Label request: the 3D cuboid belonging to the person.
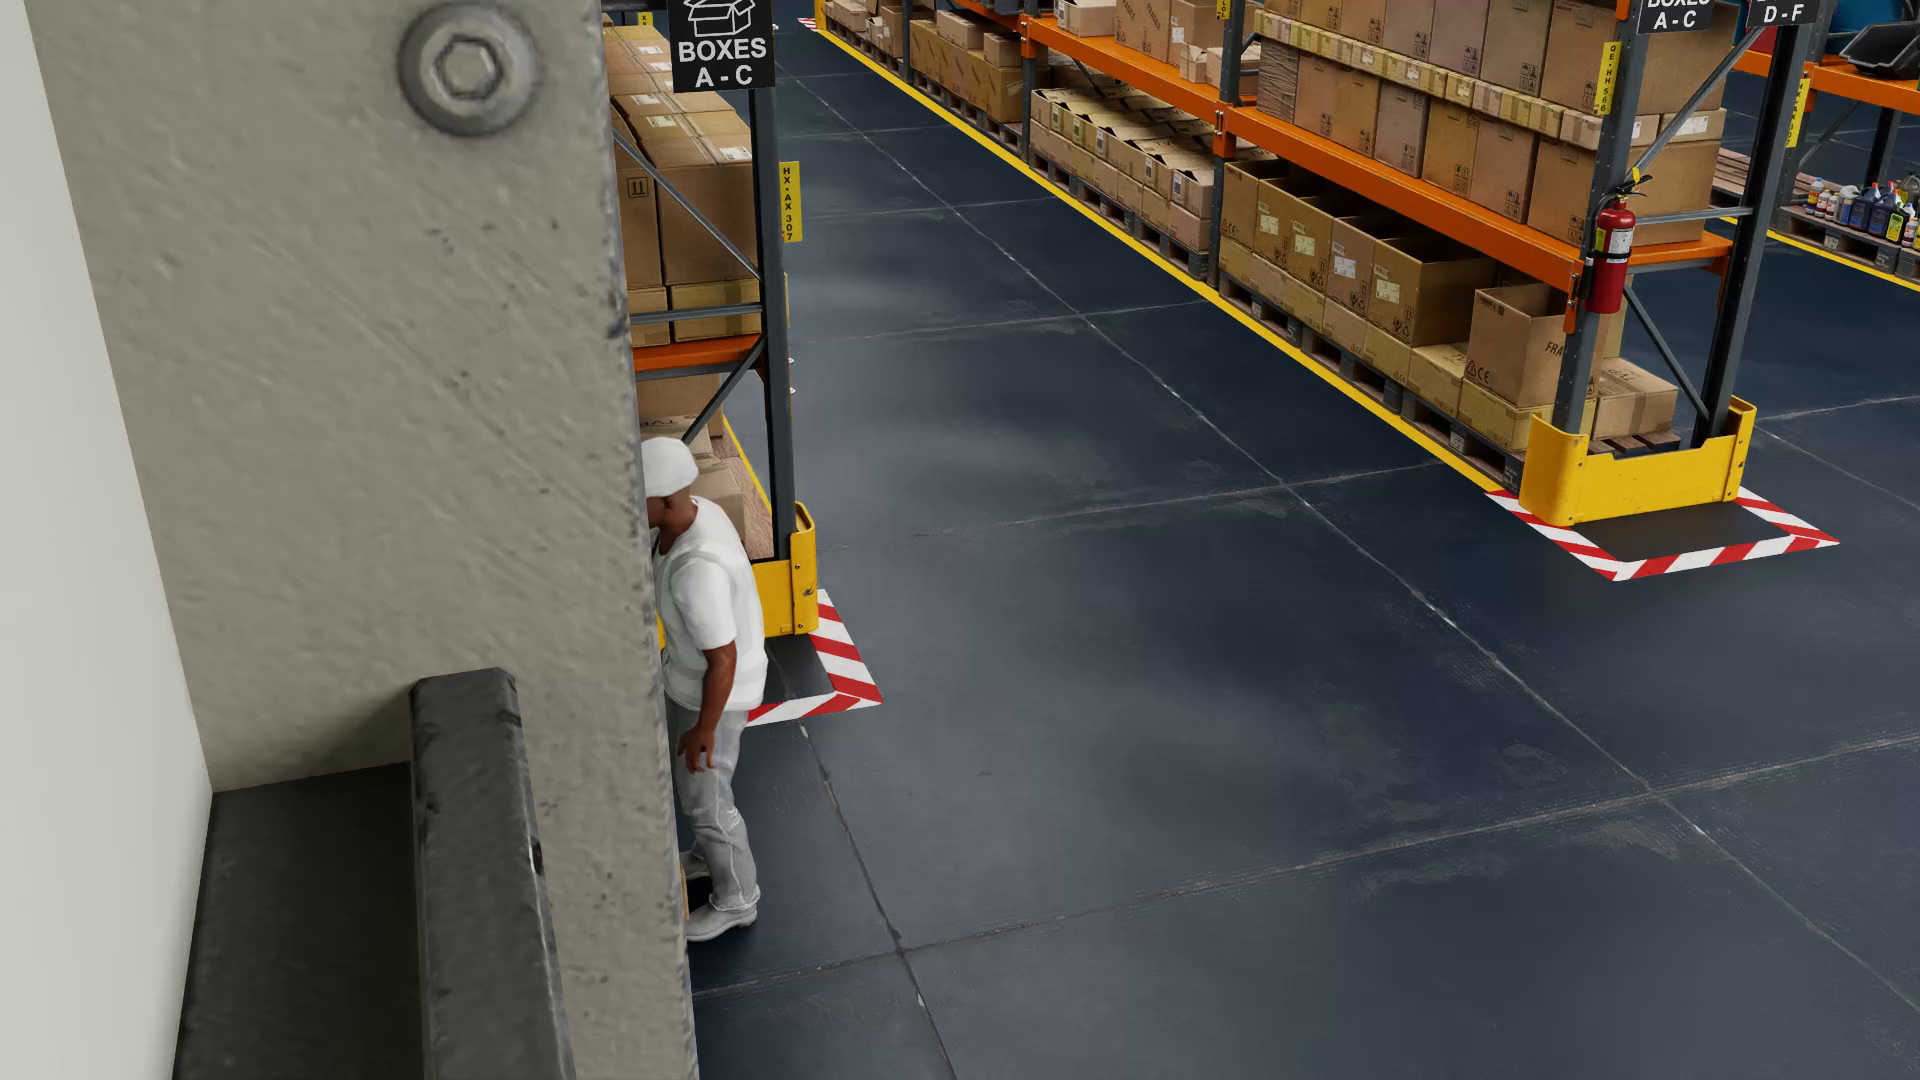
[{"bbox_3d":[-0.858,0.470,5.374,0.458,1.761,0.628,-8,27,-16],"label":"person"}]
